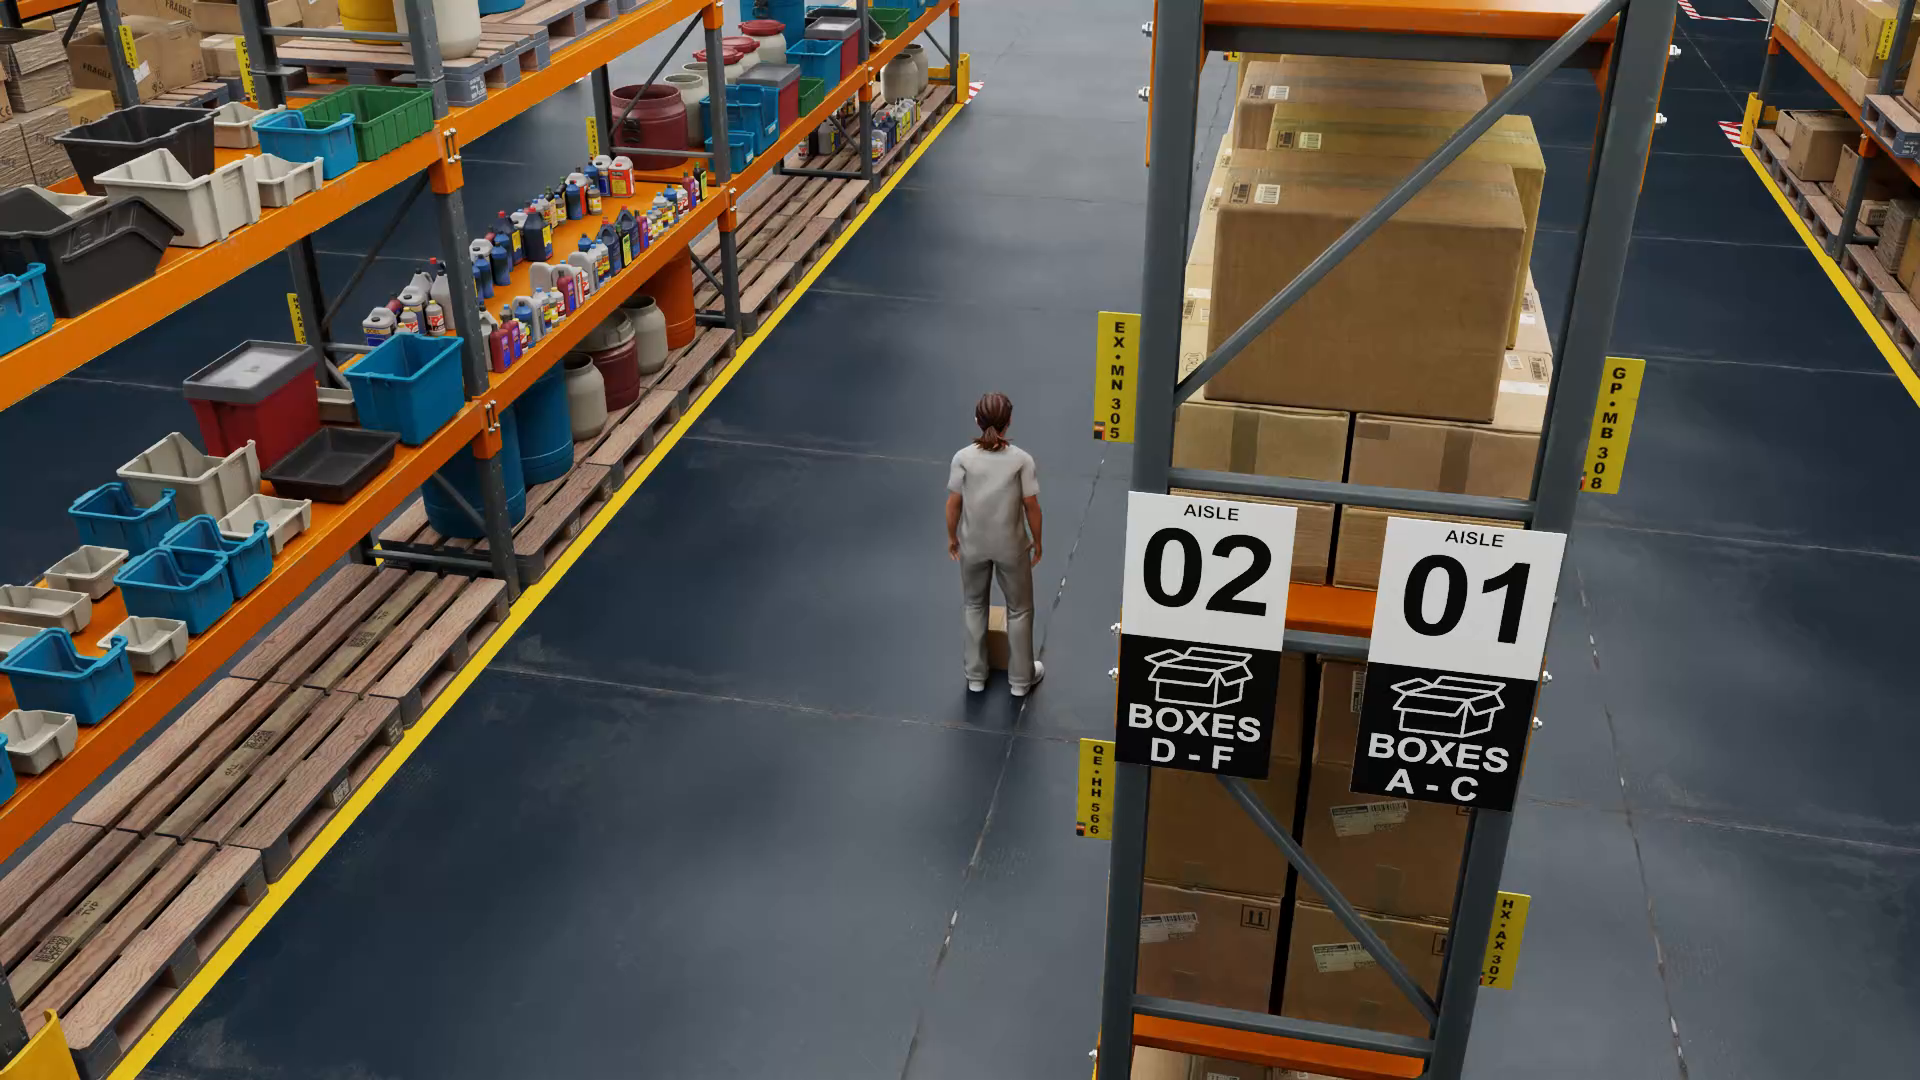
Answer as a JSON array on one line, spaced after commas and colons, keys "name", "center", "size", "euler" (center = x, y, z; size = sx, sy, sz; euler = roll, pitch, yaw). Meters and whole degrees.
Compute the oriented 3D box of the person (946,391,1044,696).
[{"name": "person", "center": [0.185, 0.056, 8.572], "size": [0.513, 1.616, 0.358], "euler": [5, 29, 8]}]
